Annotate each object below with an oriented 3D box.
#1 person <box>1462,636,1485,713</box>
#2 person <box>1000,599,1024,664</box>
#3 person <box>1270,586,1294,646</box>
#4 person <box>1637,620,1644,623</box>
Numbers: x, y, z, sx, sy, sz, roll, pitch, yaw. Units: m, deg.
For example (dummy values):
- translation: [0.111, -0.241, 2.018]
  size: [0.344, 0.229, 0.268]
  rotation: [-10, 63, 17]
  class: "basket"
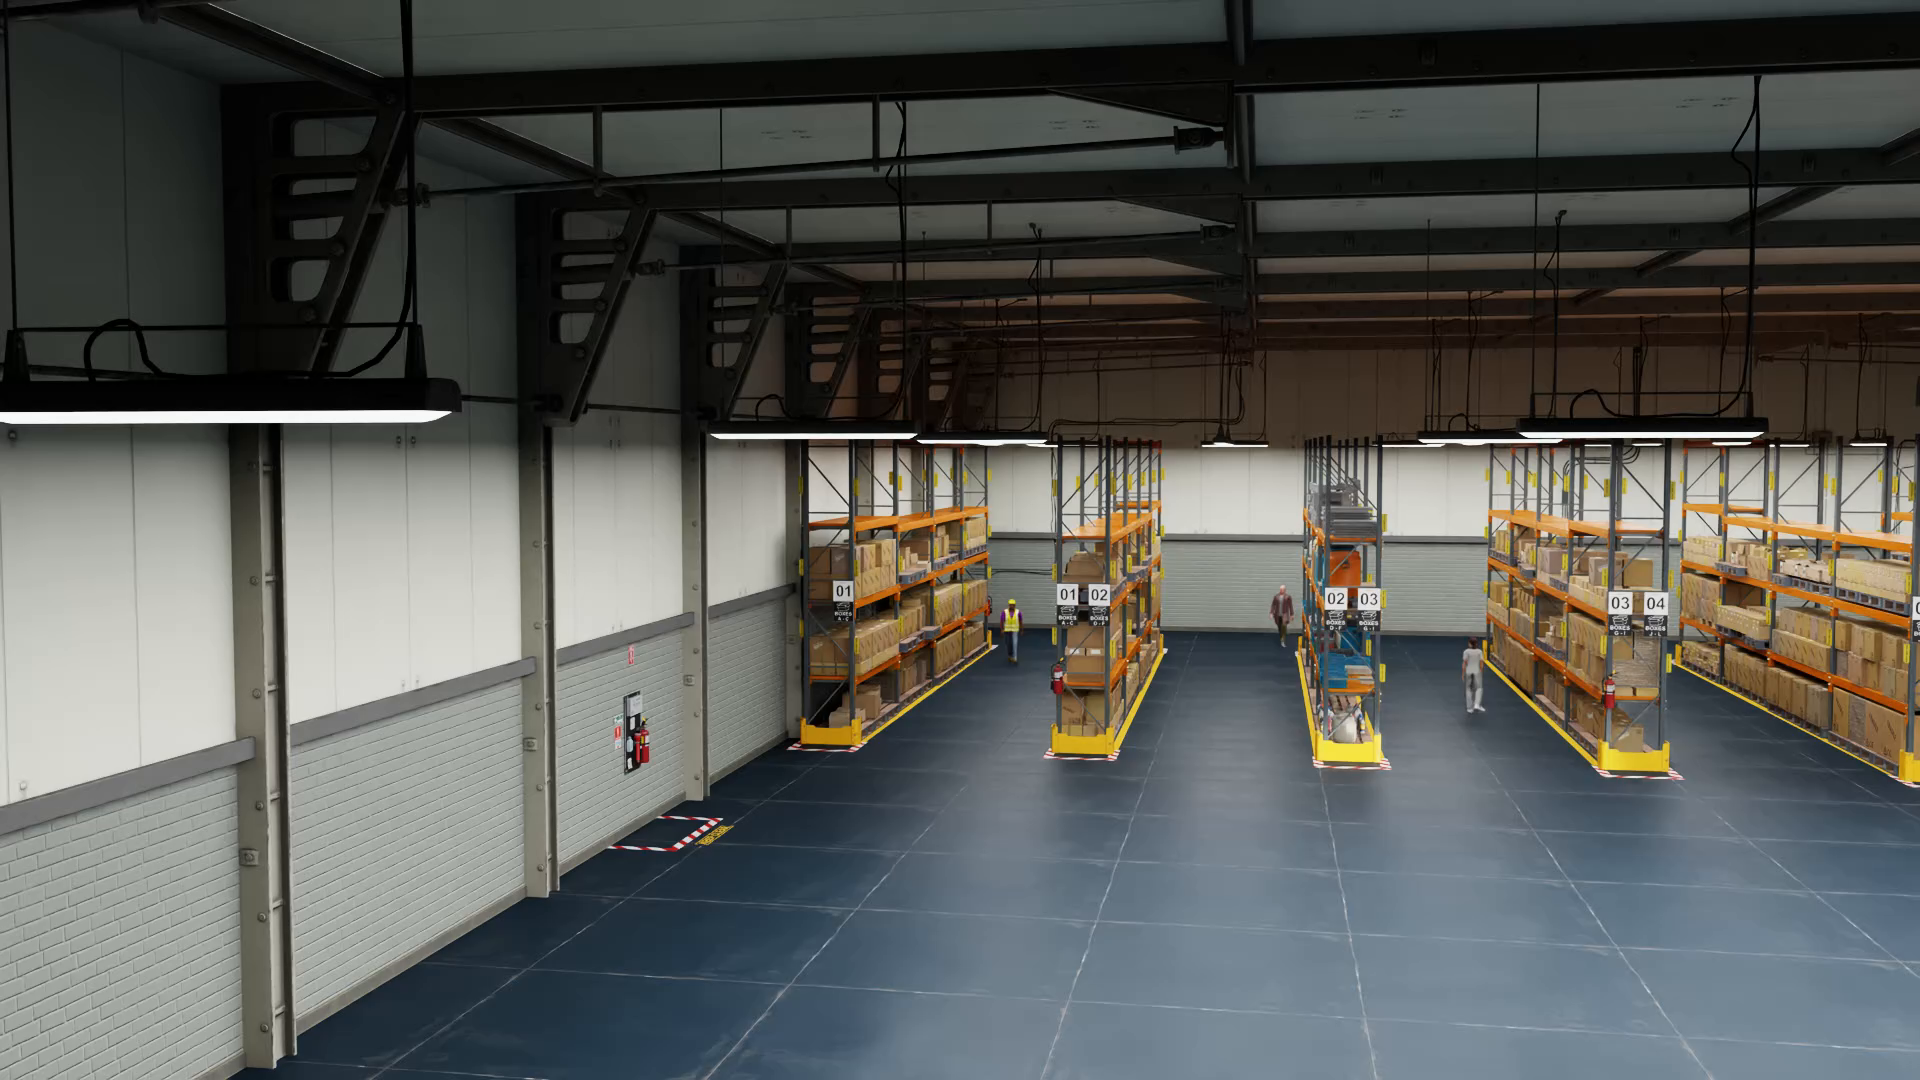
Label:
- translation: [11.183, 2.934, 36.215]
  size: [0.482, 1.669, 0.522]
  rotation: [1, 3, 14]
  class: "person"
- translation: [1.383, 2.448, 44.592]
  size: [0.618, 1.717, 1.026]
  rotation: [0, 3, 8]
  class: "person"
- translation: [9.405, 2.201, 48.692]
  size: [0.665, 1.724, 1.044]
  rotation: [2, 3, 27]
  class: "person"
- translation: [19.043, 2.417, 46.363]
  size: [0.451, 1.555, 0.863]
  rotation: [2, 4, 37]
  class: "person"
